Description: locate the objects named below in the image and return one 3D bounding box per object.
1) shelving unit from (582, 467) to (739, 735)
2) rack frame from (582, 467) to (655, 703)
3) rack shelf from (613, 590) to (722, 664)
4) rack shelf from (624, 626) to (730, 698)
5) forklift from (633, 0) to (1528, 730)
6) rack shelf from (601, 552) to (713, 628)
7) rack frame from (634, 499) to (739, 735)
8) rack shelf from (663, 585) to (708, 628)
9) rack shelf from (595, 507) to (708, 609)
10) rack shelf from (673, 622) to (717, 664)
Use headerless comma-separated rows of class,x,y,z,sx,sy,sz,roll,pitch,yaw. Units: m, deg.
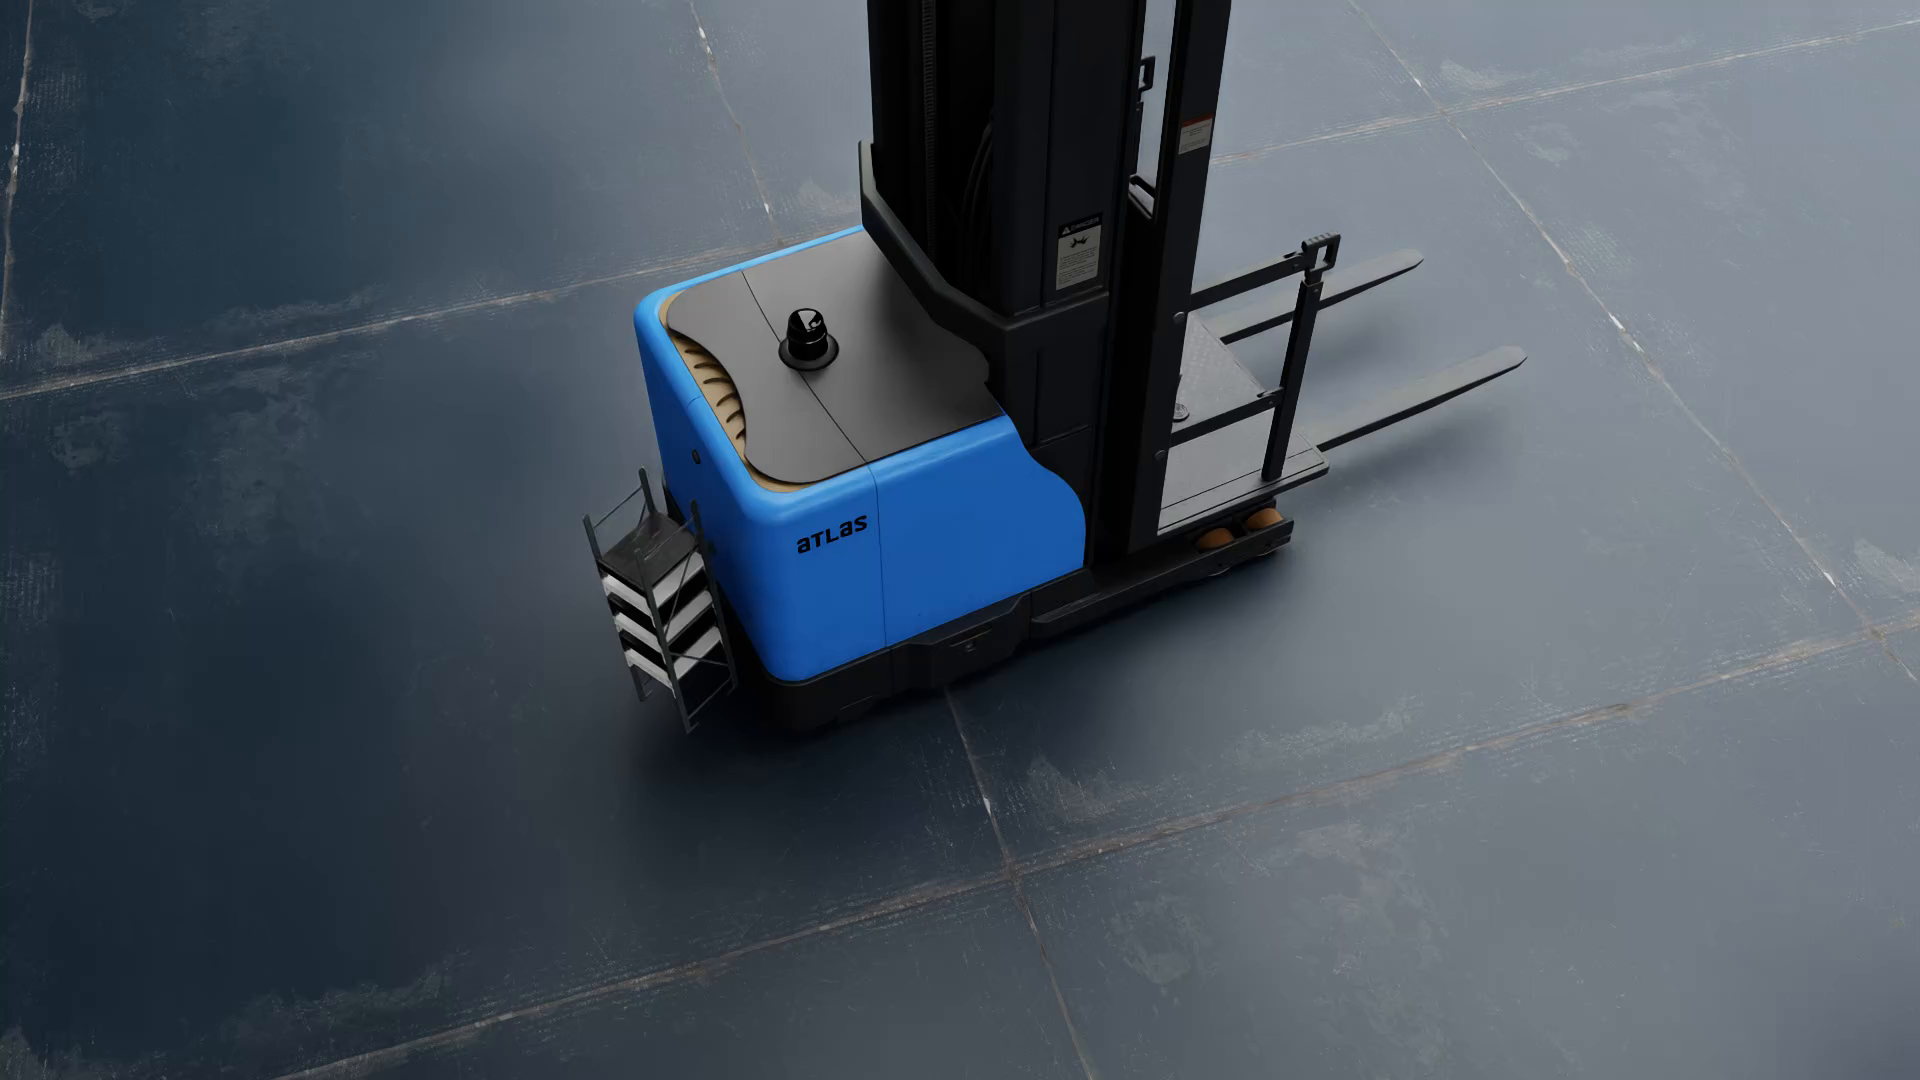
shelving unit,-0.881,0.202,4.984,0.210,0.900,0.258,30,57,24
rack frame,-0.961,0.155,5.026,0.006,0.900,0.240,30,57,24
rack shelf,-0.880,0.223,5.010,0.200,0.077,0.258,30,57,24
rack shelf,-0.874,0.338,5.148,0.200,0.077,0.258,30,57,24
forklift,0.559,-1.164,4.814,3.031,2.935,1.130,-21,53,-17
rack shelf,-0.885,0.108,4.872,0.200,0.077,0.258,30,57,24
rack frame,-0.800,0.248,4.942,0.006,0.900,0.240,30,57,24
rack shelf,-0.883,0.156,4.930,0.184,0.015,0.199,30,57,24
rack shelf,-0.888,0.050,4.803,0.200,0.077,0.258,30,57,24
rack shelf,-0.877,0.271,5.067,0.184,0.015,0.199,30,57,24
